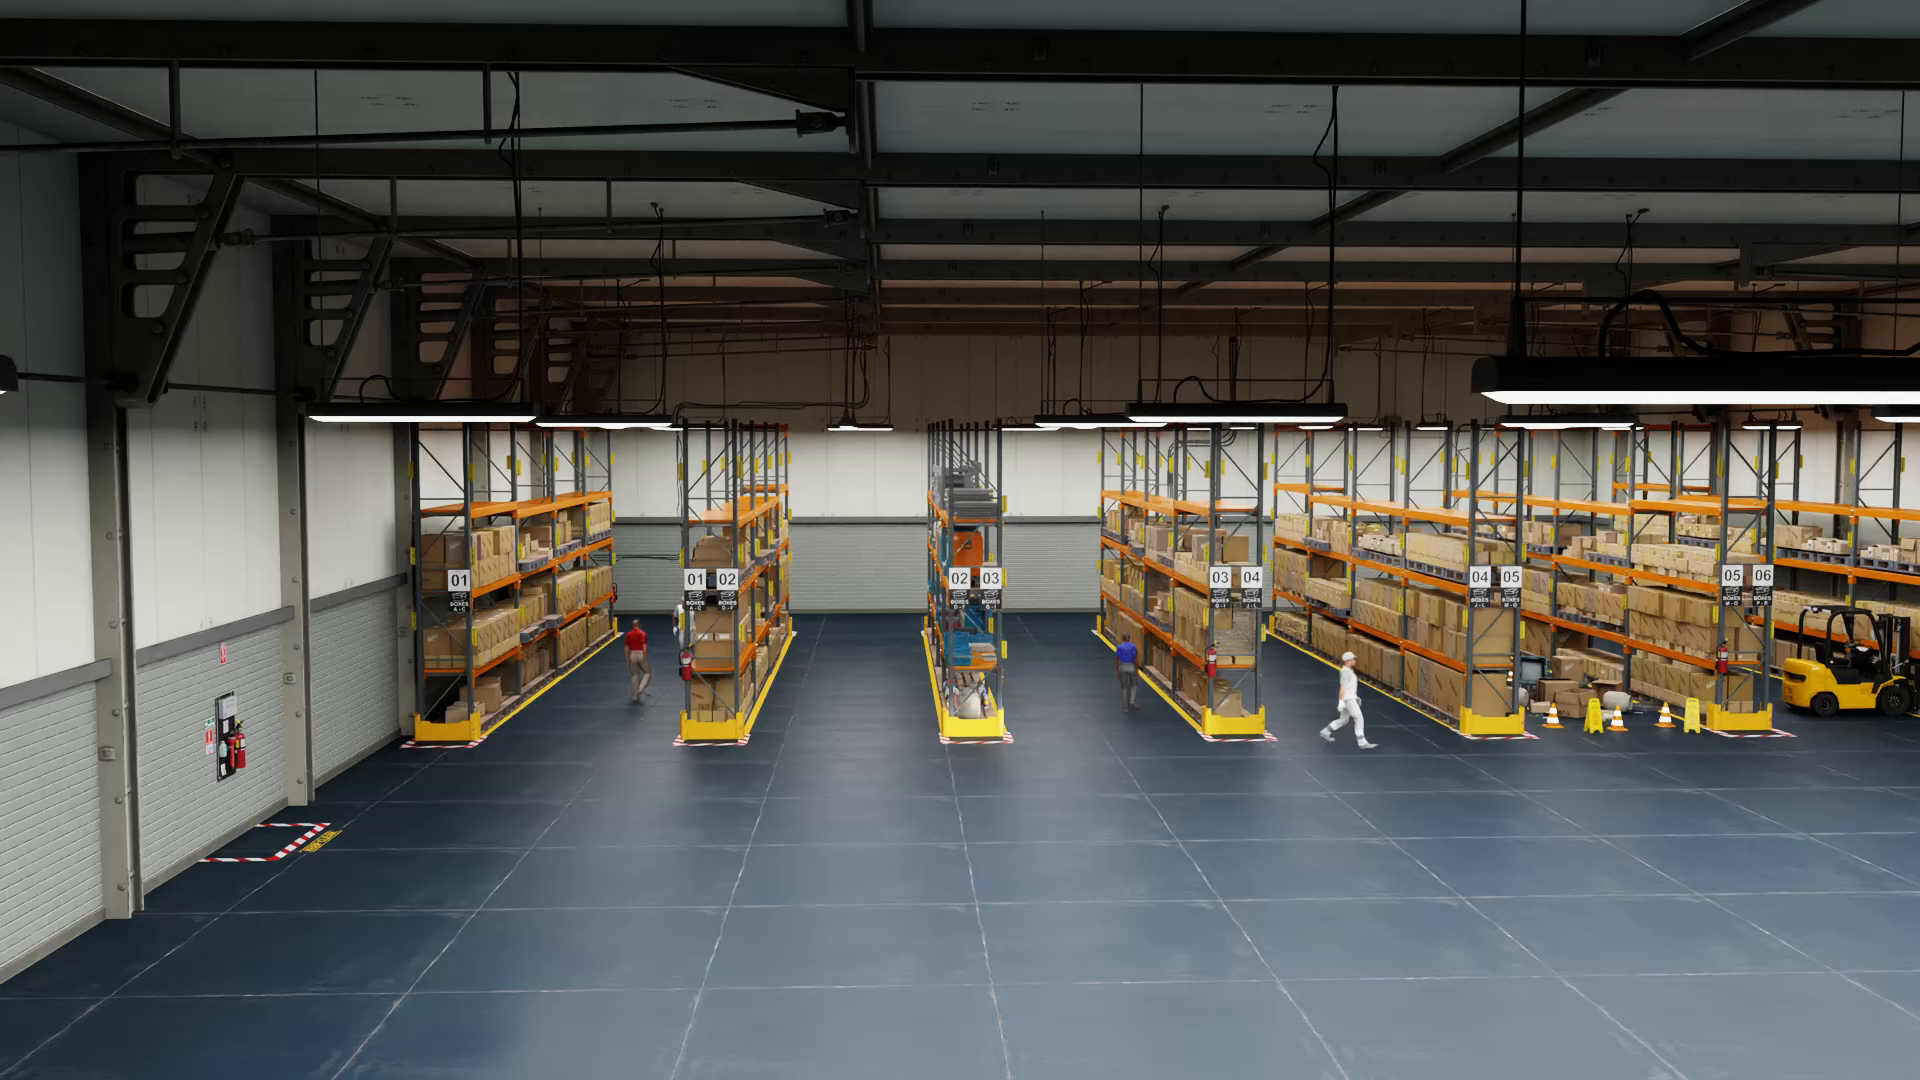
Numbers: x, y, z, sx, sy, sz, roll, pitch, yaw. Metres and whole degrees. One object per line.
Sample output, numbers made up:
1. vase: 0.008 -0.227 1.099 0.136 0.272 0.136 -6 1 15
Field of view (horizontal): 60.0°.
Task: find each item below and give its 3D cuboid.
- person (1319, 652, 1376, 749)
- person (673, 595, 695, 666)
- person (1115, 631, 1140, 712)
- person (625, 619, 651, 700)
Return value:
1. person: 7.083 2.912 30.363 1.027 1.748 0.529 1 4 16
2. person: -6.807 2.208 41.284 0.647 1.763 0.689 -1 4 -14
3. person: 3.451 2.709 34.209 0.495 1.632 0.427 0 4 5
4. person: -6.931 2.568 35.760 0.598 1.715 0.493 0 4 7
